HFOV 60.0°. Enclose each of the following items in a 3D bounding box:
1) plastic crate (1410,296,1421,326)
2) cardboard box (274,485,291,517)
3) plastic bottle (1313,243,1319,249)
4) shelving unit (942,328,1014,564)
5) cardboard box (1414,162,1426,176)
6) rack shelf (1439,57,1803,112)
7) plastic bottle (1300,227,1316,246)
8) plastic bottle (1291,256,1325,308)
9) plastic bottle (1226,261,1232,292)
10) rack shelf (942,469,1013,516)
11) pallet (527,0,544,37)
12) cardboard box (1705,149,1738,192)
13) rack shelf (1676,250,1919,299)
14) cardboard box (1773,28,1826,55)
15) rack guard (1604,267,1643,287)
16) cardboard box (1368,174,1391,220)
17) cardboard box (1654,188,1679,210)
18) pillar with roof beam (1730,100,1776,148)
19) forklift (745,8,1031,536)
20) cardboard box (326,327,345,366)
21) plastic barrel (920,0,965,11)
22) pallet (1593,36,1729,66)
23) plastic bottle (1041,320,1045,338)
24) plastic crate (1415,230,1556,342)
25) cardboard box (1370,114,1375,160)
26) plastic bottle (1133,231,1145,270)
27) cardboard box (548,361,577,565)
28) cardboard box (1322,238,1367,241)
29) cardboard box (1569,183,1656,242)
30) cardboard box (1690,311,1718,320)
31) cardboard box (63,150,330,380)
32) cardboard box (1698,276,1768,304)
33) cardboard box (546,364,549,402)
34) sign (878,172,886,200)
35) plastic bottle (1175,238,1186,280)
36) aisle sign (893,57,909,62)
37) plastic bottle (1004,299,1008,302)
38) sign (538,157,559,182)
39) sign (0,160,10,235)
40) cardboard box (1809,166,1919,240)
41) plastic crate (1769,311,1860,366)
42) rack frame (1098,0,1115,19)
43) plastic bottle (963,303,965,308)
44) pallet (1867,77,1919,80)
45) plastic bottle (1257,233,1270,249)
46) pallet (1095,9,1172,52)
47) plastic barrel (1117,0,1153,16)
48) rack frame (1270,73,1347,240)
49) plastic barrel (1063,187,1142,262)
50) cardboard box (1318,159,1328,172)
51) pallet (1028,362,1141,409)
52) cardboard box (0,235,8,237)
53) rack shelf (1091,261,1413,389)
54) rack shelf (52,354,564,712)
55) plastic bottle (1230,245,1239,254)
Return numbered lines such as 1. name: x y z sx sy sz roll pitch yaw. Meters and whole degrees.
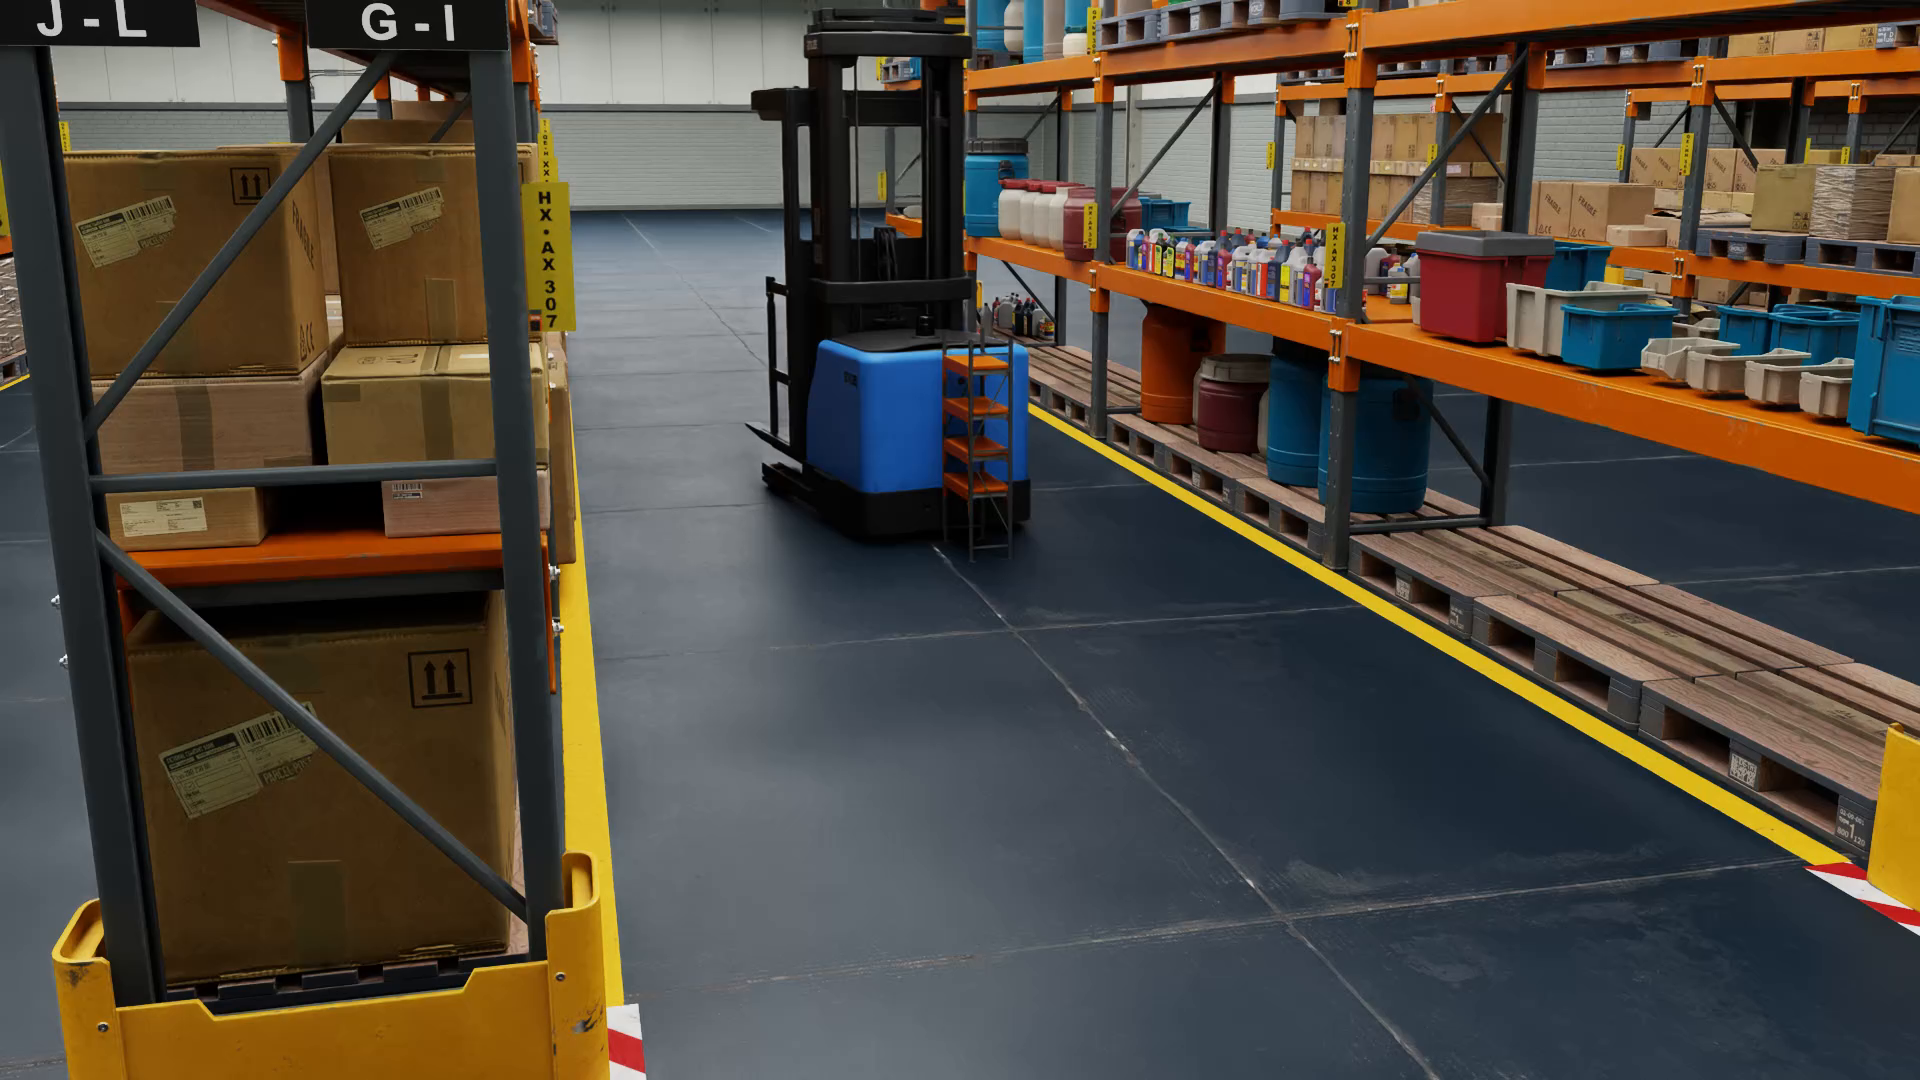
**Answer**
1. plastic crate: 2.399 -1.119 8.116 0.396 0.136 0.243 -3 14 -13
2. cardboard box: -1.913 -0.136 4.192 0.380 0.149 0.250 -3 14 -13
3. plastic bottle: 2.232 -1.731 10.463 0.097 0.271 0.097 0 14 0
4. shelving unit: 0.092 -0.522 9.035 0.258 1.200 0.503 -4 14 -16
5. cardboard box: 5.037 -3.926 17.597 0.380 0.149 0.250 -4 14 -14
6. rack shelf: 5.835 -4.100 15.085 1.077 0.370 4.000 -3 14 -13
7. plastic bottle: 2.264 -1.860 10.823 0.144 0.351 0.185 -3 14 -13
8. plastic bottle: 1.936 -1.430 9.222 0.152 0.276 0.135 -3 14 -13
9. plastic bottle: 1.678 -1.620 10.156 0.097 0.201 0.097 0 14 0
10. rack shelf: 0.092 -0.264 9.098 0.258 0.148 0.480 -4 14 -16
11. pallet: -2.857 -2.942 9.226 1.003 0.211 1.213 -3 14 -11
12. cardboard box: 9.415 -4.475 20.119 0.500 0.500 0.500 -3 14 -11
13. rack shelf: 6.775 -1.720 11.664 1.077 0.370 4.000 -3 14 -13
14. cardboard box: 6.560 -3.820 12.213 0.910 0.500 0.500 -3 14 -13
15. rack guard: 9.258 -3.422 22.380 1.175 0.500 0.348 -3 14 -13
16. cardboard box: 5.011 -3.842 18.621 0.700 0.500 0.500 -3 14 -12
17. cardboard box: 9.182 -4.341 21.150 0.500 0.250 0.500 -4 14 -15
18. pillar with roof beam: 6.061 -7.215 19.997 9.100 9.000 0.400 -3 14 -13
19. forklift: -0.636 -1.750 10.414 1.130 2.935 3.031 -6 15 -22
20. cardboard box: -1.937 -0.420 4.515 0.500 0.250 0.500 -4 14 -14
21. plastic barrel: -0.152 -5.866 19.008 0.600 0.830 0.708 -3 14 -13
22. pallet: 6.059 -4.048 13.754 1.213 0.211 1.003 -3 14 -11
23. plastic bottle: 0.877 -2.154 16.894 0.097 0.201 0.097 0 14 0
24. plastic crate: 2.394 -1.173 7.648 0.402 0.464 0.583 -3 14 -13
25. cardboard box: 4.901 -4.582 18.918 0.700 0.500 0.500 -3 14 -13
26. plastic bottle: 1.277 -2.047 11.758 0.097 0.271 0.097 0 14 0
27. cardboard box: -2.556 -0.375 8.236 1.225 0.875 0.875 -3 14 -13
28. cardboard box: 4.841 -3.502 20.770 0.500 0.500 0.500 -3 14 -13
29. cardboard box: 5.895 -2.966 15.036 0.500 0.500 0.500 -4 14 -16
30. cardboard box: 6.467 -1.809 14.239 0.500 0.311 0.500 -3 14 -11
31. cardboard box: -1.816 -0.668 3.950 0.500 0.500 0.500 -3 14 -12
32. cardboard box: 9.573 -3.185 20.483 0.700 0.500 0.500 -4 14 -17
33. cardboard box: -1.635 -0.528 5.796 0.380 0.149 0.250 -3 14 -12
34. sign: -0.925 -4.206 19.740 0.100 0.325 0.005 -3 14 -13
35. plastic bottle: 1.471 -1.857 10.977 0.097 0.271 0.097 0 14 0
36. aisle sign: -0.691 -5.365 19.587 0.394 0.787 0.004 -3 14 -13
37. plastic bottle: 0.533 -2.501 18.156 0.152 0.276 0.135 -4 14 -15
38. sign: -1.847 -1.547 7.449 0.100 0.325 0.005 -3 14 -13
39. sign: -1.977 -0.785 3.380 0.100 0.325 0.005 -3 14 -13
40. cardboard box: 6.591 -2.423 11.929 0.700 0.500 0.500 -1 14 -3
41. plastic crate: 3.321 -0.737 6.351 0.416 0.233 0.300 -3 14 -13
42. rack frame: 1.489 -5.170 11.629 1.000 3.000 0.127 -3 14 -13
43. plastic bottle: -0.003 -2.357 17.408 0.144 0.351 0.185 -3 14 -14
44. pallet: 10.221 -4.948 17.437 1.213 0.211 1.003 -3 14 -13
45. plastic bottle: 2.108 -1.998 11.556 0.097 0.271 0.097 0 14 0
46. pallet: 1.574 -3.439 11.262 1.003 0.211 1.213 -3 14 -13
47. plastic barrel: 1.507 -4.158 12.750 0.600 0.901 0.600 0 14 0
48. rack frame: 4.426 -4.377 21.021 1.000 3.000 0.127 -3 14 -13
49. plastic barrel: 1.086 -2.412 12.693 0.600 0.536 0.708 -3 14 -13
50. cardboard box: 4.488 -4.461 19.789 0.380 0.149 0.250 -4 14 -14
51. pallet: 1.062 -1.363 14.562 1.003 0.211 1.213 -3 14 -13
52. cardboard box: -9.372 -3.064 15.330 0.875 0.550 0.550 -3 14 -13
53. rack shelf: 1.959 -1.445 10.537 1.077 0.370 4.000 -3 14 -13
54. rack shelf: -1.916 -0.246 5.630 1.077 0.370 4.000 -3 14 -13
55. plastic bottle: 1.705 -1.688 10.288 0.097 0.271 0.097 0 14 0
